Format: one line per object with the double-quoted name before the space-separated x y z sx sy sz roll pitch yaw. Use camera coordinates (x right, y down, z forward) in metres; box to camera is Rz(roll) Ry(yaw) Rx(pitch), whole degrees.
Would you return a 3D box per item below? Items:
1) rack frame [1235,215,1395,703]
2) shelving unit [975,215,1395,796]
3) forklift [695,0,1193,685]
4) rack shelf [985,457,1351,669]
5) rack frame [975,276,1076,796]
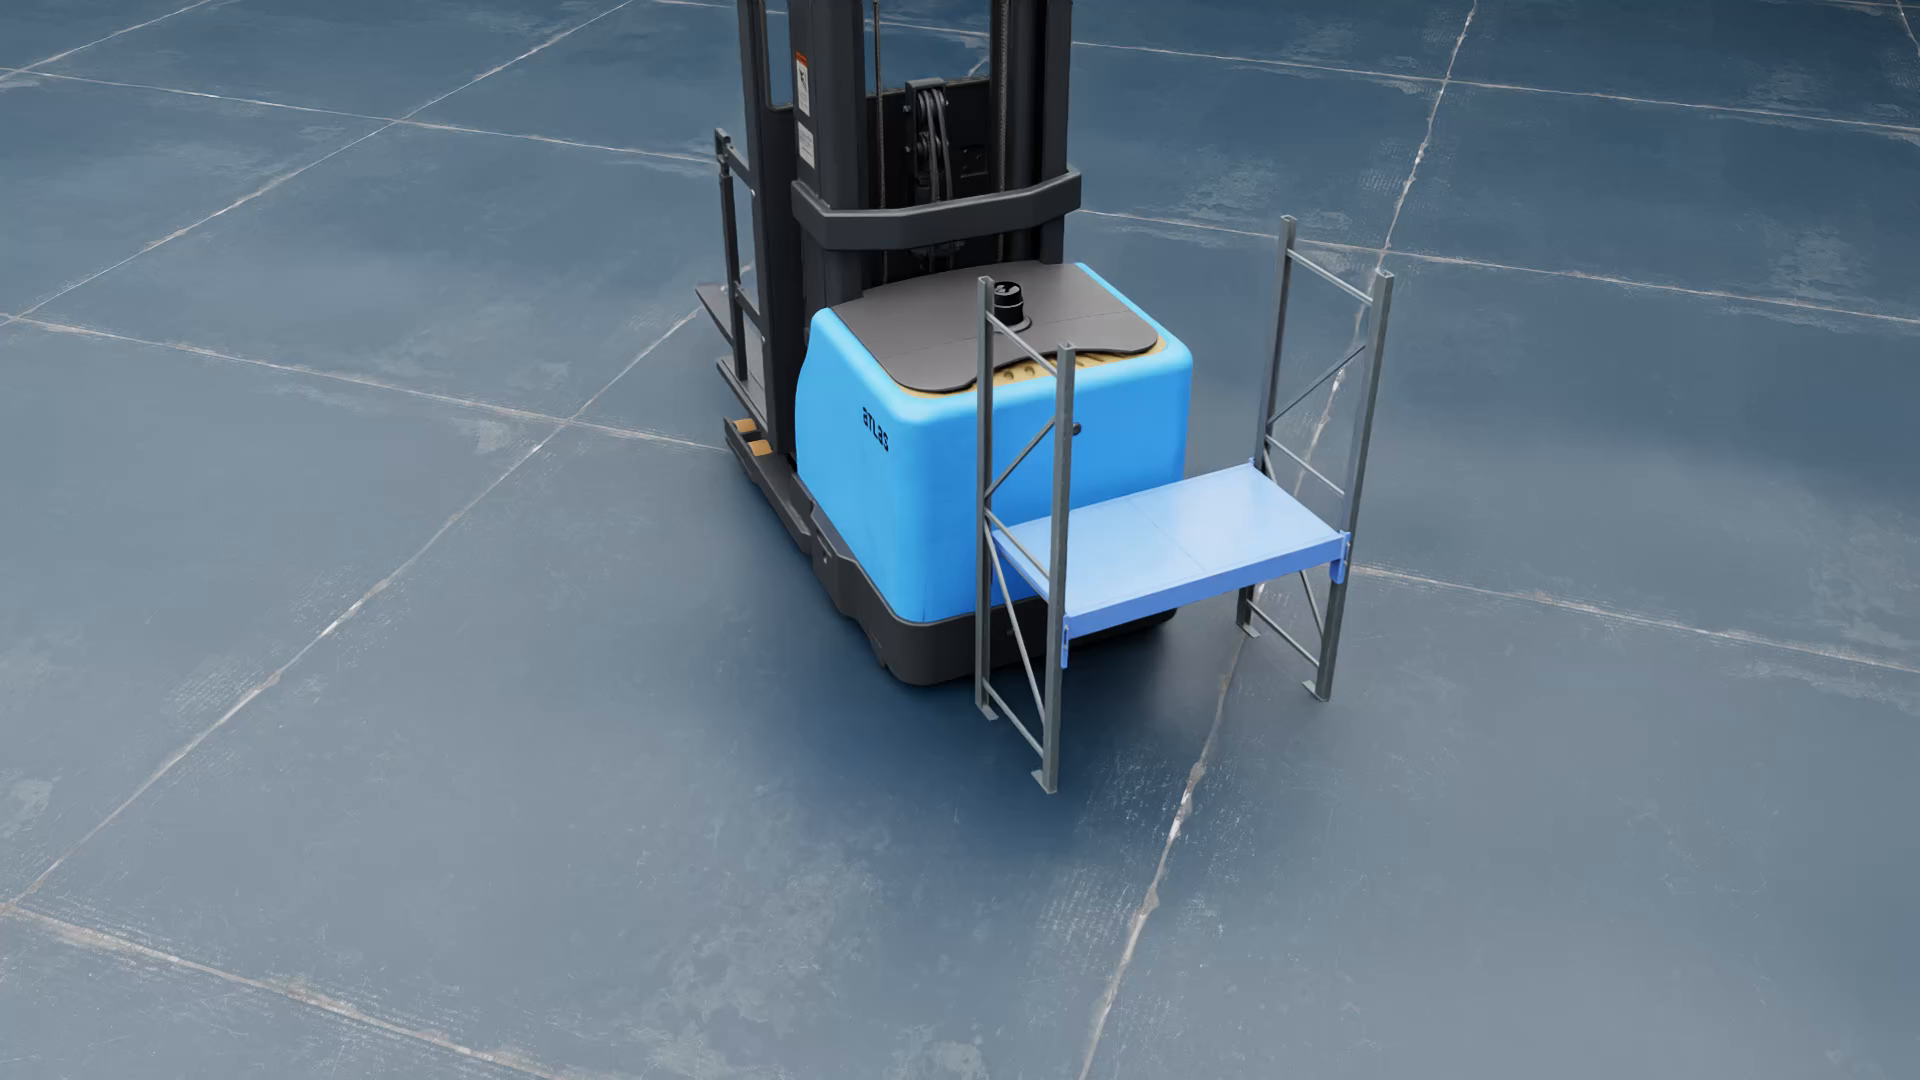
"rack frame" 1.085 -0.223 5.212 0.032 1.500 0.500 -15 36 -22
"shelving unit" 0.629 -0.101 5.023 1.048 1.500 0.538 -15 36 -22
"forklift" -0.304 -1.547 5.944 1.130 2.935 3.031 -13 35 -20
"rack shelf" 0.629 0.050 5.121 1.000 0.185 0.538 -15 36 -22
"rack frame" 0.173 0.021 4.835 0.032 1.500 0.500 -15 36 -22
